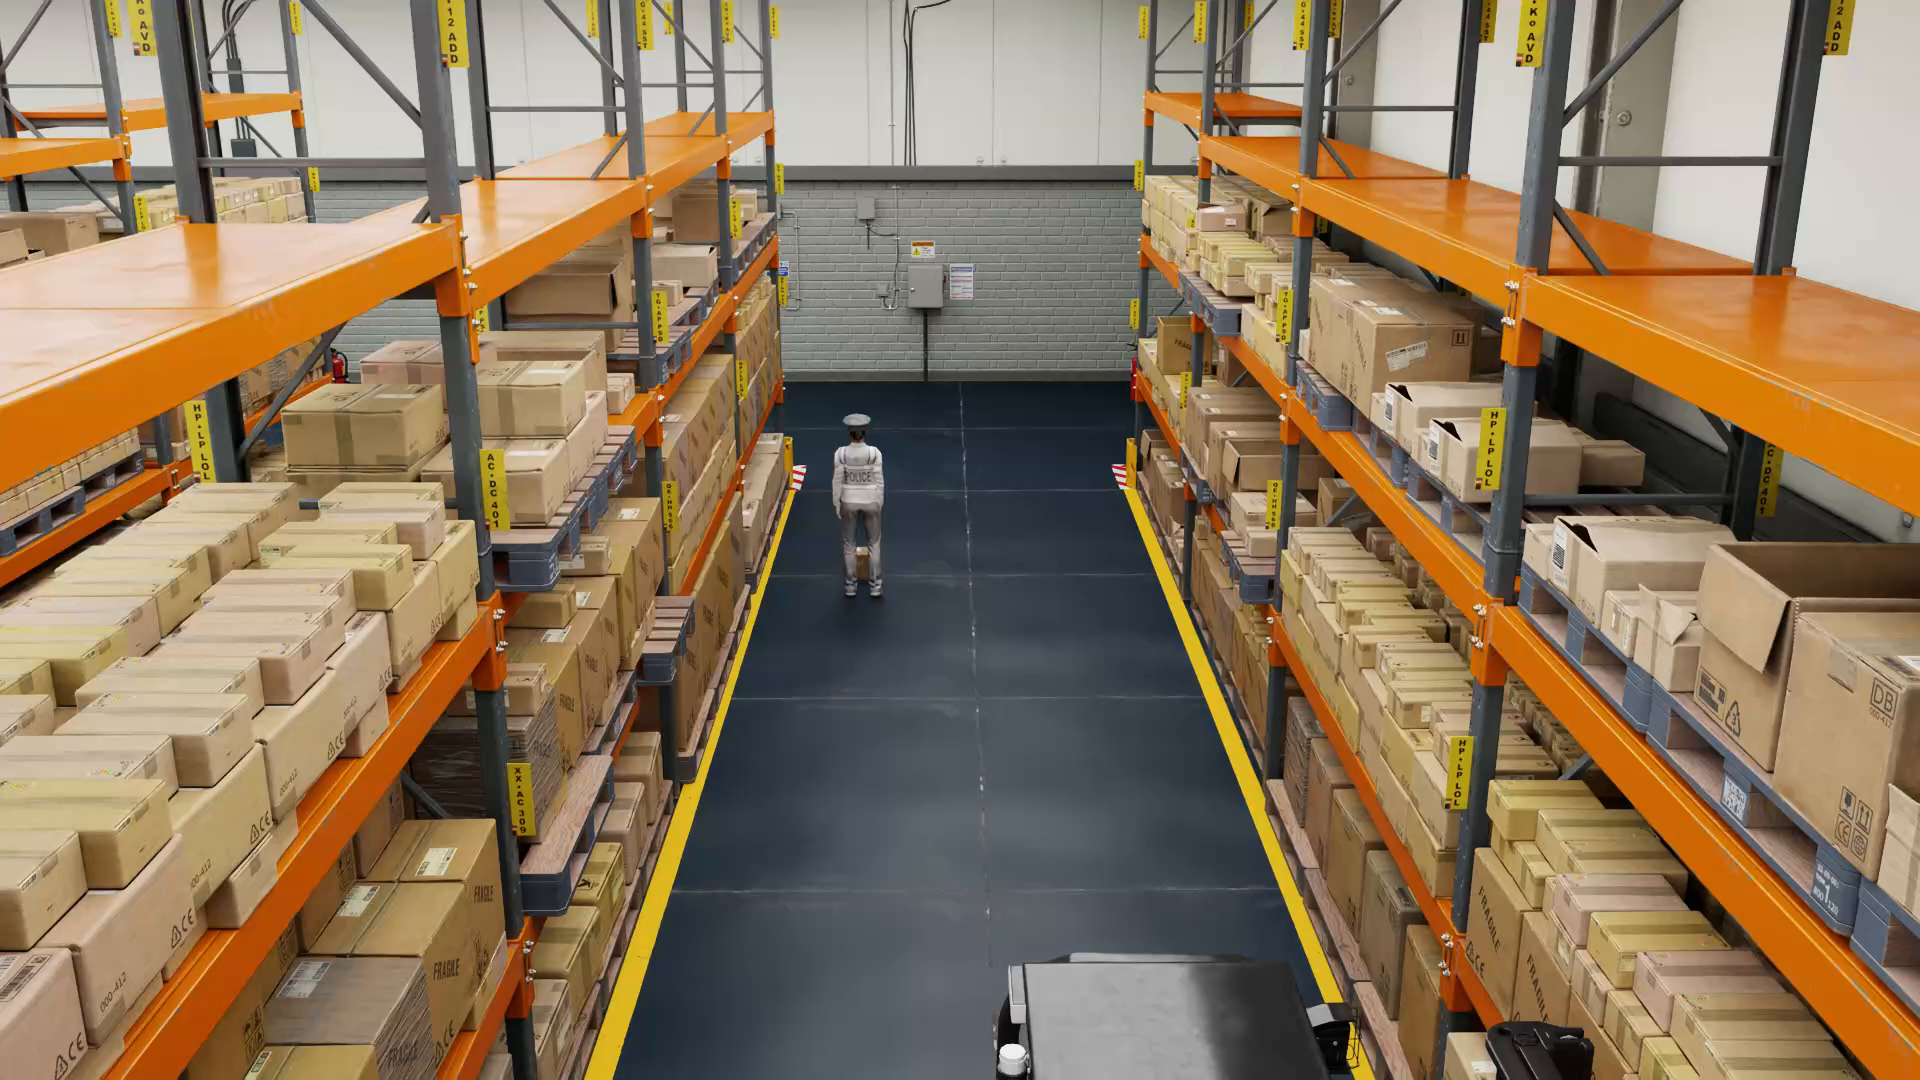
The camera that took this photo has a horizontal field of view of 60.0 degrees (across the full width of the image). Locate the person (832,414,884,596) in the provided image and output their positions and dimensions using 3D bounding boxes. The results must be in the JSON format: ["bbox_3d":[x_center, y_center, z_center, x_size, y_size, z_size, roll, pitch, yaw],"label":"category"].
[{"bbox_3d":[-0.917,-0.302,15.049,0.468,1.677,0.327,0,17,0],"label":"person"}]
